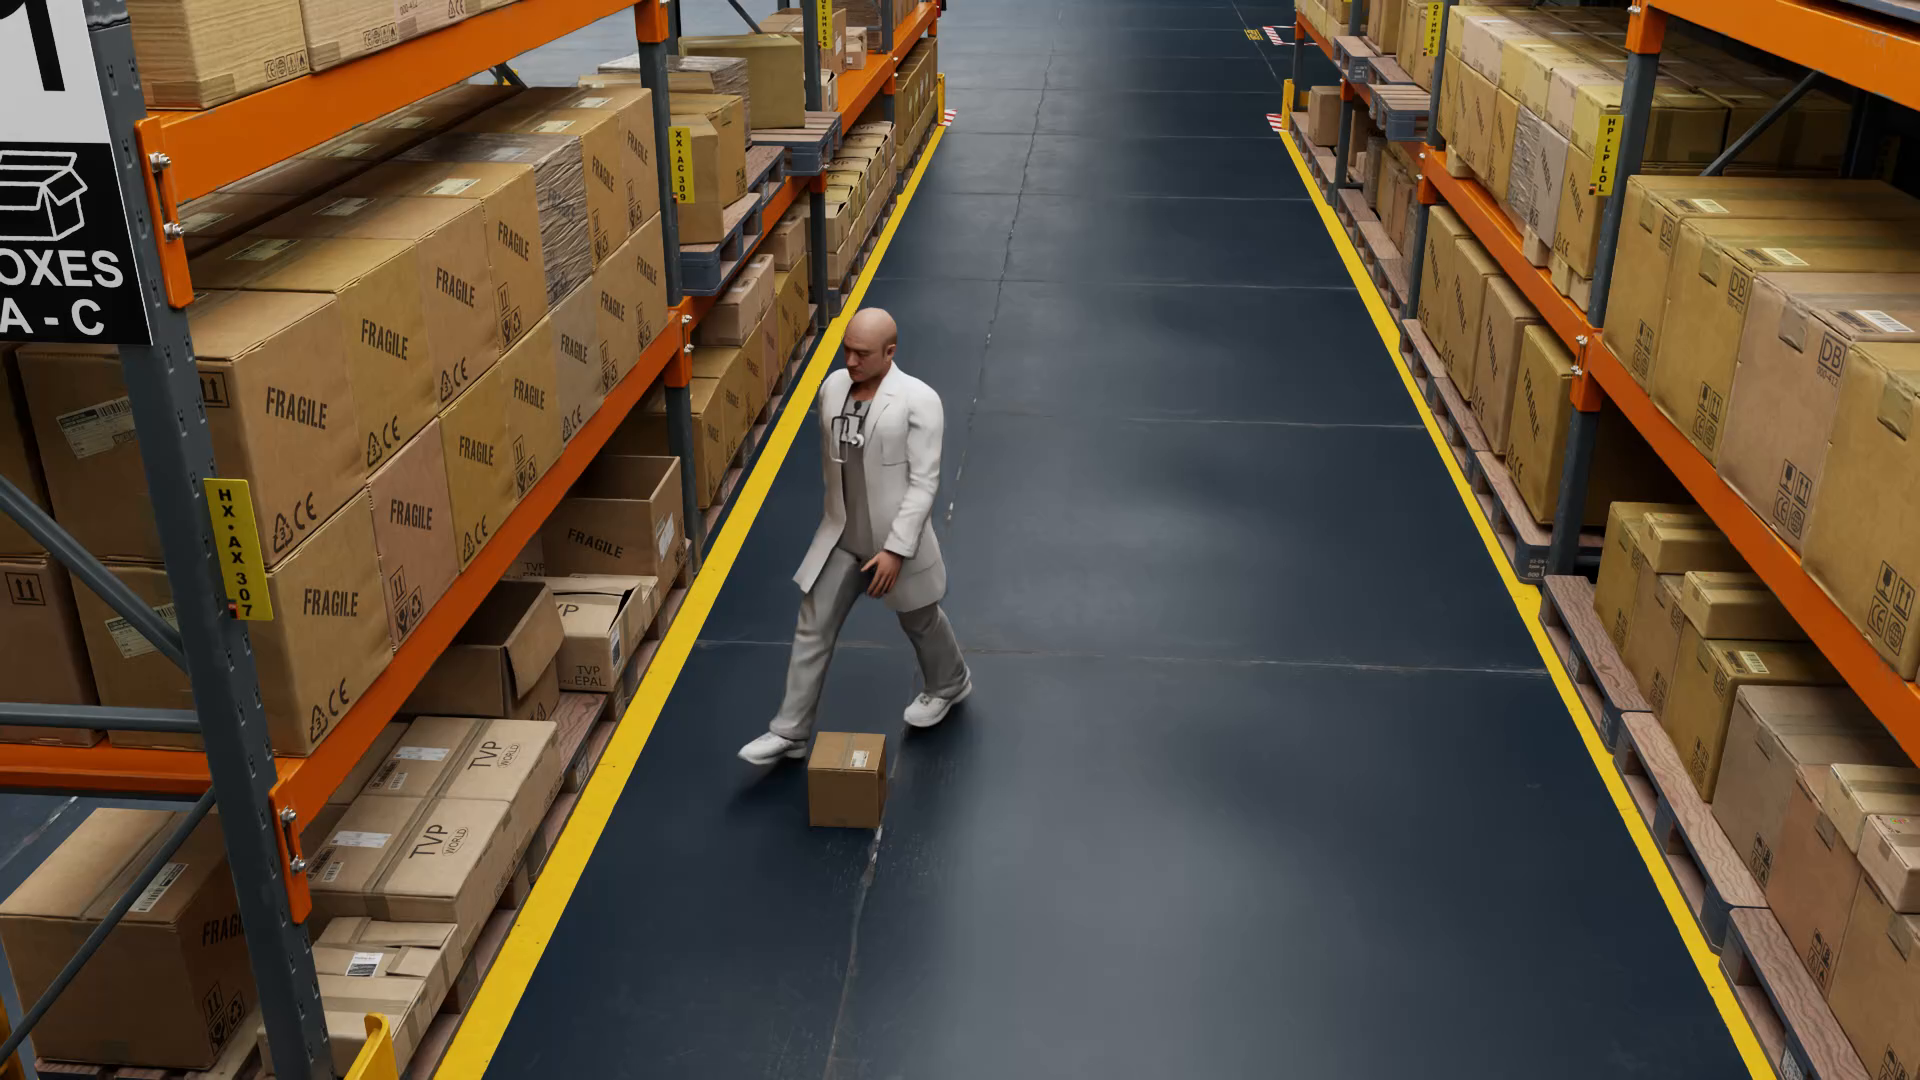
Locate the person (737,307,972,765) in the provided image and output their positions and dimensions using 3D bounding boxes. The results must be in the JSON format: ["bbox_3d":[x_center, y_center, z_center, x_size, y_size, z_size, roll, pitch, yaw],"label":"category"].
[{"bbox_3d":[-0.358,0.000,6.138,0.605,1.742,1.001,11,27,24],"label":"person"}]
